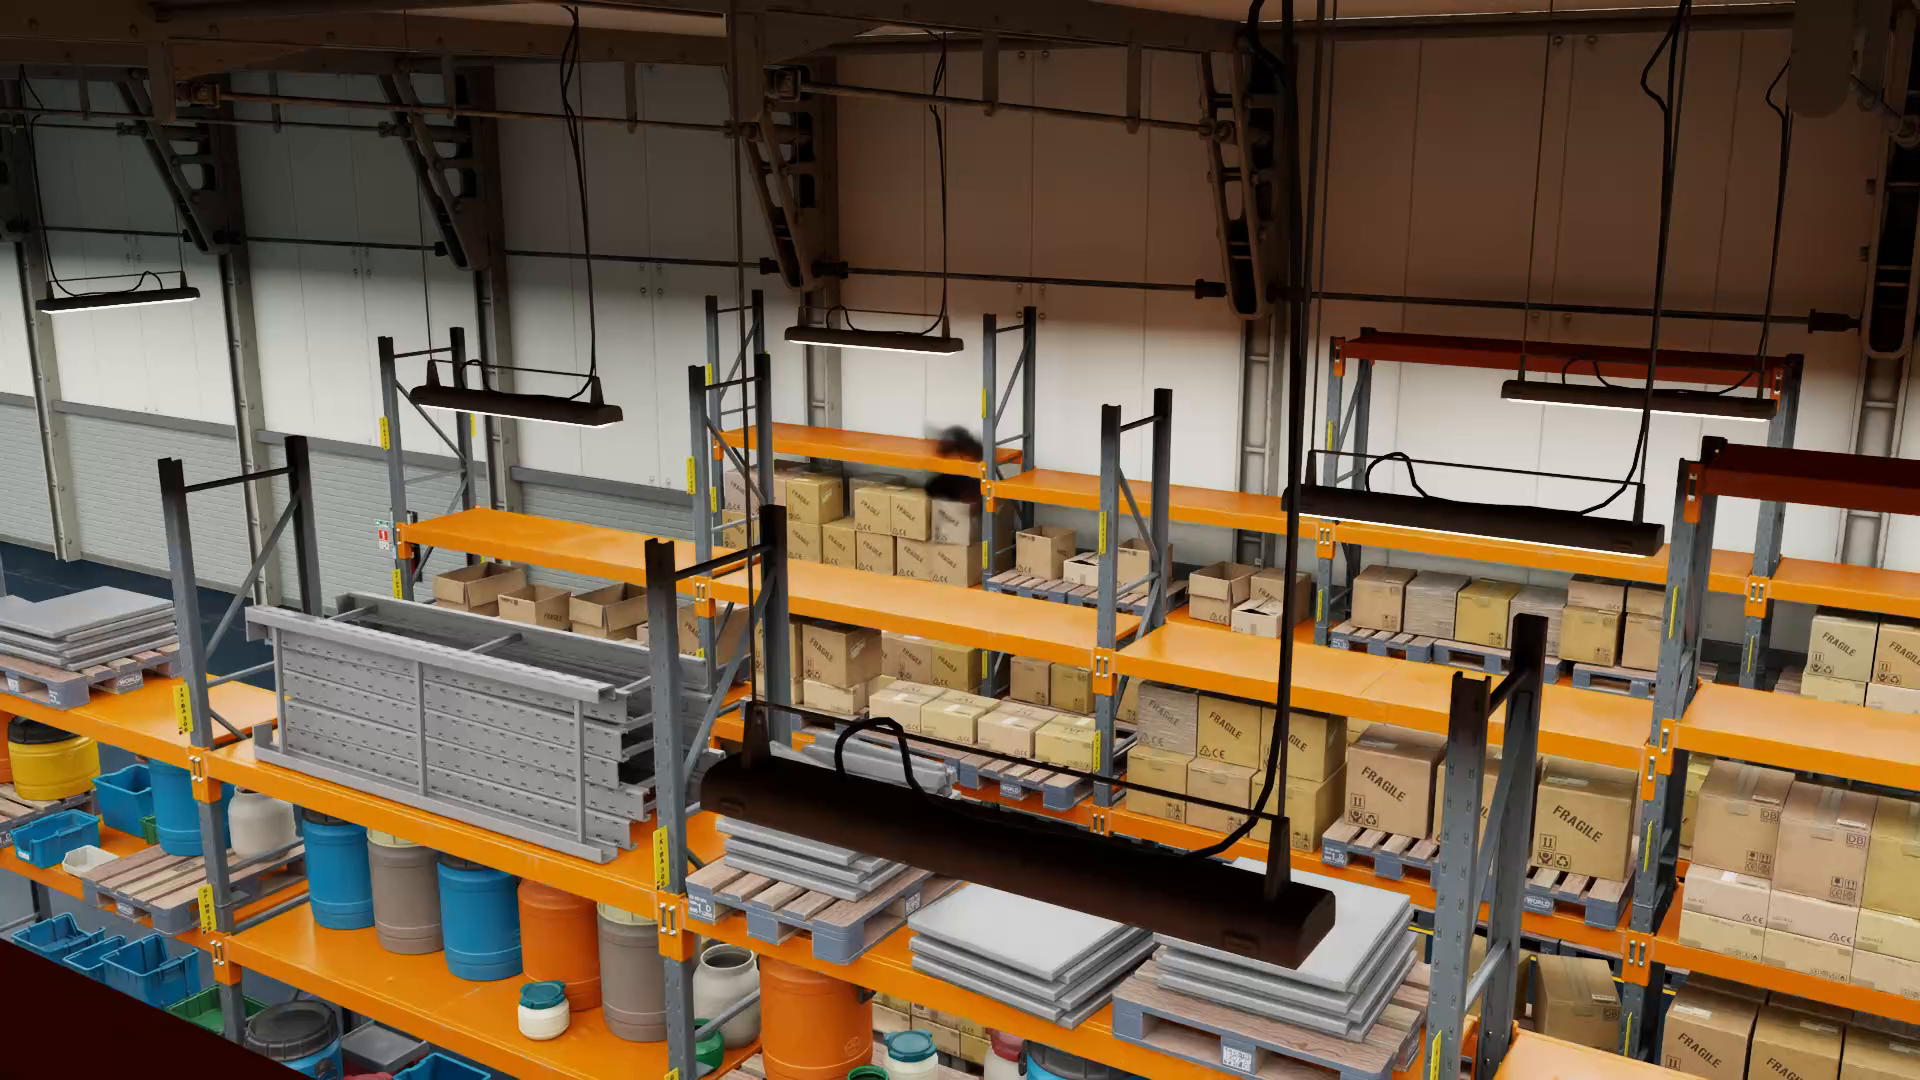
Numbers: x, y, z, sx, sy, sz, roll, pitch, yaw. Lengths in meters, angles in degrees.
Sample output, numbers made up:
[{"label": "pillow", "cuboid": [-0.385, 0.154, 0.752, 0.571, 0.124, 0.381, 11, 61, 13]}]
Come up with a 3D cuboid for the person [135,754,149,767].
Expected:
[{"label": "person", "cuboid": [-8.621, 2.951, 18.067, 0.904, 1.587, 0.562, -9, 17, -33]}]
